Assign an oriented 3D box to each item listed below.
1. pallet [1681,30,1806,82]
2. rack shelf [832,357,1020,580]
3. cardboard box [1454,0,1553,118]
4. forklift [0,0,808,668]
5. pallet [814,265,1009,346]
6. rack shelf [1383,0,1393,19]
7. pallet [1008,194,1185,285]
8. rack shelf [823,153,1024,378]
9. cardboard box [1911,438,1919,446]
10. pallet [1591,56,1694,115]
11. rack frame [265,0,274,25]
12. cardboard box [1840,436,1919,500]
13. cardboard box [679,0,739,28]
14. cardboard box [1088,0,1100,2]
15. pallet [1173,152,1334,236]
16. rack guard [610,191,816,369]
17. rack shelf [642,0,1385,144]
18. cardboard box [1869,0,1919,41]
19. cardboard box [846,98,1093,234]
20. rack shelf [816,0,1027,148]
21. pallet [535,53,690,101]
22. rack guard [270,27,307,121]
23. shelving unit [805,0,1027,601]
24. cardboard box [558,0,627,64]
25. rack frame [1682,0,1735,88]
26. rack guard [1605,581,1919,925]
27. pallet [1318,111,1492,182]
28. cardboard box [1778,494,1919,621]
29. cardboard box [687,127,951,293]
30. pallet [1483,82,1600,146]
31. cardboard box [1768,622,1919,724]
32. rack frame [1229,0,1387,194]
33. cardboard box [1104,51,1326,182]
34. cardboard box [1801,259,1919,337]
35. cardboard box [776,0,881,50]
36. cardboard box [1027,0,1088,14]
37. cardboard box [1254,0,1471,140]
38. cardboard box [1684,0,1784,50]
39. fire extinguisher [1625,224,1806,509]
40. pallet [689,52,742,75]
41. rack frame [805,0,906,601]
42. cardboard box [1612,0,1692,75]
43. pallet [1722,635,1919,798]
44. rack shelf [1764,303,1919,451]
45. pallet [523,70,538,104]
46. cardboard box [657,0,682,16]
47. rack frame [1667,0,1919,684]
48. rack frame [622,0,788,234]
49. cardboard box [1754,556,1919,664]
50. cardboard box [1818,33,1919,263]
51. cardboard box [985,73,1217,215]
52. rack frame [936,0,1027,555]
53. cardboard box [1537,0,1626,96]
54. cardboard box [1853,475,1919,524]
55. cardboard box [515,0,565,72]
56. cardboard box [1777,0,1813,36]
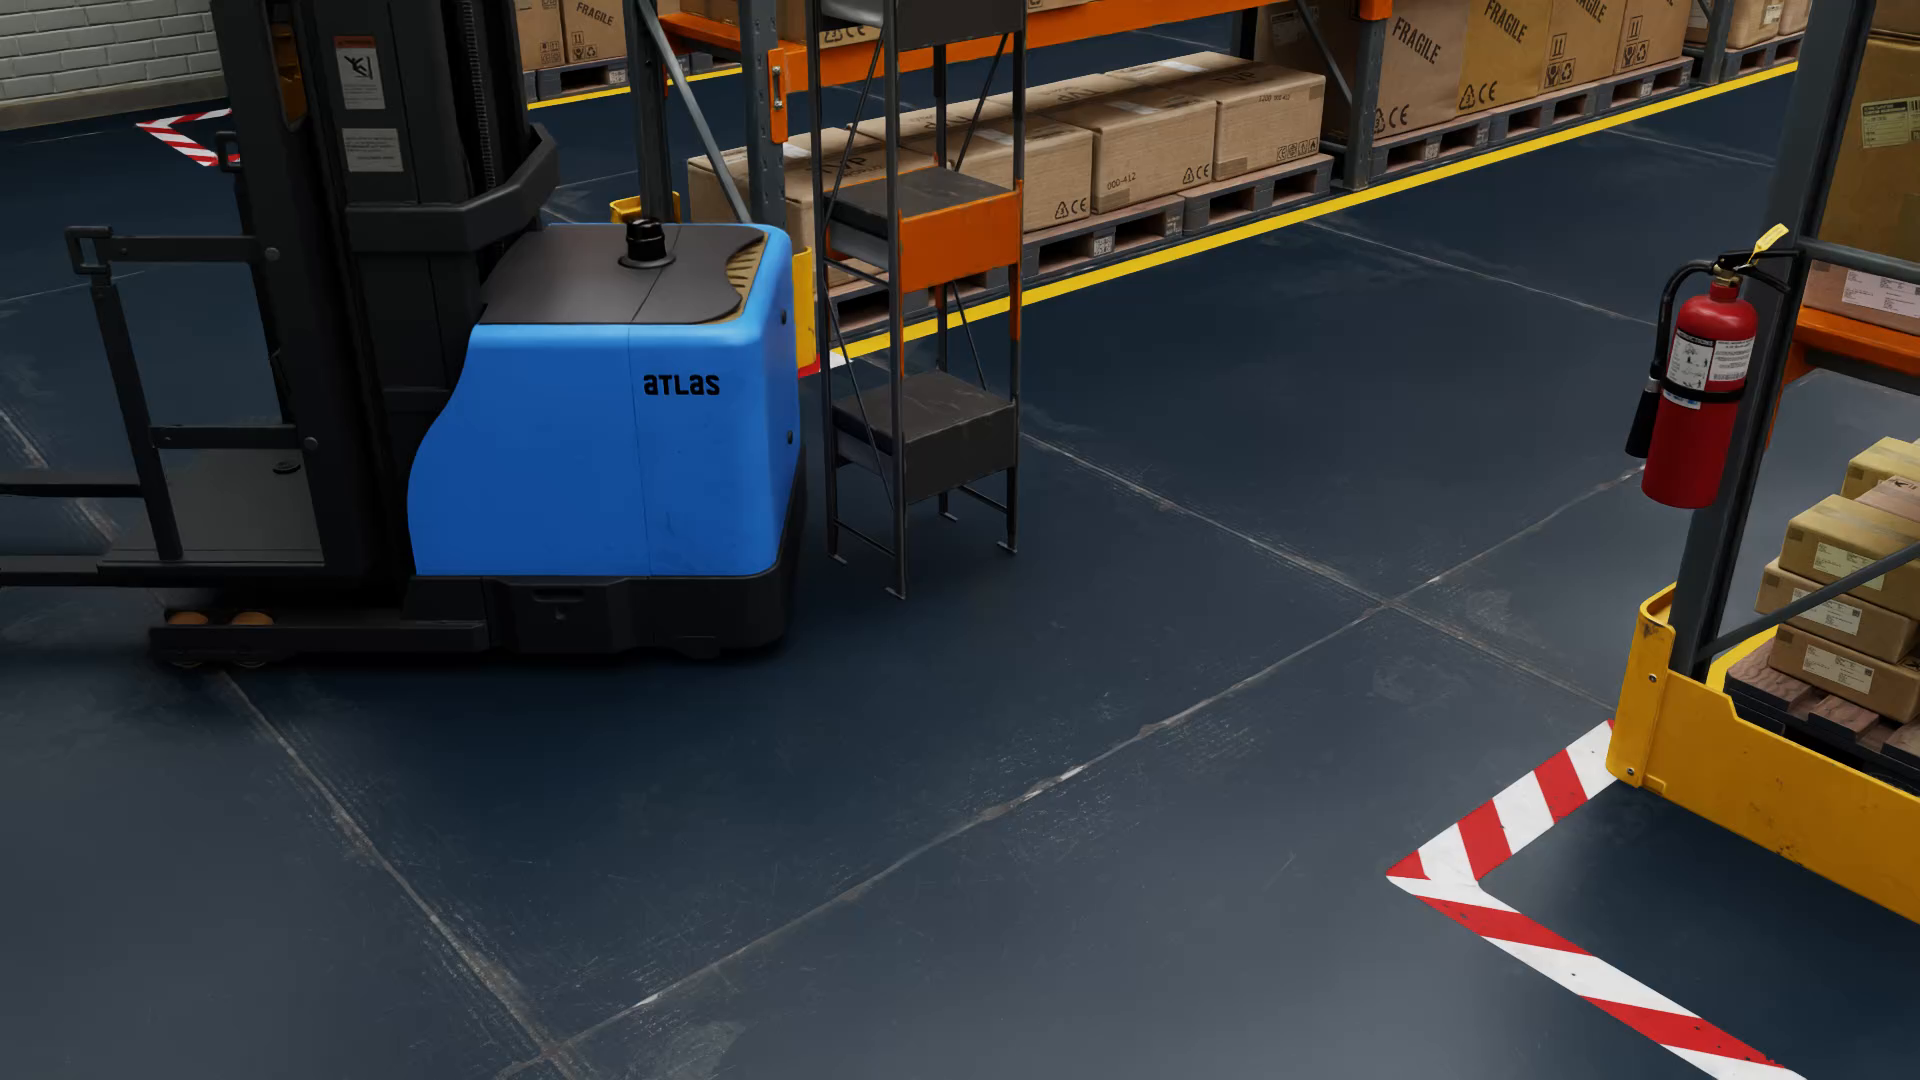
[{"bbox_3d":[5.595,-3.717,12.481,1.213,0.211,1.003,-22,35,-35],"label":"pallet"},{"bbox_3d":[-0.126,-0.246,5.497,0.480,0.518,0.431,-22,35,-35],"label":"rack shelf"},{"bbox_3d":[3.058,-3.230,10.420,0.875,0.875,0.875,-21,34,-34],"label":"cardboard box"},{"bbox_3d":[-2.050,-1.156,4.804,3.031,2.935,1.130,0,28,0],"label":"forklift"},{"bbox_3d":[-0.529,-1.303,7.965,1.213,0.211,1.003,-22,35,-35],"label":"pallet"},{"bbox_3d":[3.478,-3.779,10.402,4.000,0.370,1.077,-22,35,-35],"label":"rack shelf"},{"bbox_3d":[0.398,-1.675,8.660,1.213,0.211,1.003,-22,35,-35],"label":"pallet"},{"bbox_3d":[-0.126,-0.863,5.167,0.480,0.518,0.431,-22,35,-35],"label":"rack shelf"},{"bbox_3d":[3.022,-0.197,4.885,0.250,0.149,0.380,-24,36,-37],"label":"cardboard box"},{"bbox_3d":[4.351,-3.264,11.634,1.213,0.211,1.003,-22,35,-35],"label":"pallet"},{"bbox_3d":[-4.311,-4.039,10.126,0.127,3.000,1.000,-22,35,-35],"label":"rack frame"},{"bbox_3d":[2.784,-0.141,4.779,0.250,0.149,0.380,-23,36,-36],"label":"cardboard box"},{"bbox_3d":[-0.892,-2.547,7.228,0.500,0.500,0.500,-22,35,-35],"label":"cardboard box"},{"bbox_3d":[0.600,-2.822,7.741,0.500,0.500,0.500,-21,34,-33],"label":"cardboard box"},{"bbox_3d":[1.327,-2.050,9.362,1.213,0.211,1.003,-22,35,-35],"label":"pallet"},{"bbox_3d":[-1.105,-1.151,7.373,0.348,0.500,1.175,-22,35,-35],"label":"rack guard"},{"bbox_3d":[0.435,-2.555,8.112,4.000,0.370,1.077,-22,35,-35],"label":"rack shelf"},{"bbox_3d":[2.390,-1.362,3.634,0.500,0.500,0.500,-23,36,-36],"label":"cardboard box"},{"bbox_3d":[0.041,-1.837,8.277,0.875,0.438,0.875,-21,34,-34],"label":"cardboard box"},{"bbox_3d":[-0.126,-1.481,4.837,0.480,0.518,0.431,-22,35,-35],"label":"rack shelf"},{"bbox_3d":[-2.720,-3.448,11.978,1.213,0.211,1.003,-22,35,-35],"label":"pallet"},{"bbox_3d":[-4.253,-2.960,10.758,0.348,0.500,1.175,-22,35,-35],"label":"rack guard"},{"bbox_3d":[-0.126,-0.875,5.160,0.503,2.100,0.431,-22,35,-35],"label":"shelving unit"},{"bbox_3d":[-2.642,-3.649,11.601,0.500,0.500,0.500,-21,35,-34],"label":"cardboard box"},{"bbox_3d":[4.999,-4.708,11.377,0.127,3.000,1.000,-22,35,-35],"label":"rack frame"},{"bbox_3d":[2.261,0.563,4.167,0.348,0.500,1.175,-22,35,-35],"label":"rack guard"},{"bbox_3d":[2.494,-2.517,10.237,1.213,0.211,1.003,-22,35,-35],"label":"pallet"},{"bbox_3d":[2.441,0.040,4.440,0.250,0.149,0.380,-21,35,-34],"label":"cardboard box"},{"bbox_3d":[-0.649,-1.554,7.747,0.875,0.438,0.875,-23,36,-37],"label":"cardboard box"},{"bbox_3d":[3.423,-2.893,10.939,1.213,0.211,1.003,-22,35,-35],"label":"pallet"},{"bbox_3d":[2.468,0.320,4.548,0.250,0.149,0.380,-21,35,-34],"label":"cardboard box"},{"bbox_3d":[1.956,-3.484,9.087,0.127,3.000,1.000,-22,35,-35],"label":"rack frame"},{"bbox_3d":[1.409,-2.386,9.305,0.875,0.438,0.875,-22,35,-36],"label":"cardboard box"},{"bbox_3d":[2.268,-0.607,3.970,0.250,0.149,0.380,-22,35,-35],"label":"cardboard box"},{"bbox_3d":[-0.535,-2.349,6.856,0.500,0.500,0.500,-22,35,-35],"label":"cardboard box"},{"bbox_3d":[0.230,-2.662,7.444,0.500,0.500,0.500,-22,35,-35],"label":"cardboard box"},{"bbox_3d":[2.376,-2.951,9.898,0.875,0.875,0.875,-21,34,-33],"label":"cardboard box"},{"bbox_3d":[5.436,-3.903,12.214,0.625,0.372,0.950,-25,37,-38],"label":"cardboard box"},{"bbox_3d":[1.712,-0.406,3.806,0.183,0.674,0.296,-22,35,-35],"label":"fire extinguisher"},{"bbox_3d":[-1.791,-3.823,12.680,1.213,0.211,1.003,-22,35,-35],"label":"pallet"},{"bbox_3d":[-0.312,-0.801,5.021,0.015,2.100,0.400,-22,35,-35],"label":"rack frame"},{"bbox_3d":[4.420,-3.775,11.439,0.875,0.875,0.875,-22,35,-35],"label":"cardboard box"},{"bbox_3d":[2.902,0.454,4.676,1.213,0.211,1.003,-22,35,-35],"label":"pallet"},{"bbox_3d":[3.725,-0.811,4.849,4.000,0.370,1.077,-22,35,-35],"label":"rack shelf"},{"bbox_3d":[-3.647,-3.077,11.284,1.213,0.211,1.003,-22,35,-35],"label":"pallet"},{"bbox_3d":[-2.319,-3.840,11.960,0.500,0.500,0.700,-23,36,-37],"label":"cardboard box"},{"bbox_3d":[2.203,-0.517,3.534,0.127,3.000,1.000,-22,35,-35],"label":"rack frame"},{"bbox_3d":[-1.087,-2.261,6.798,0.127,3.000,1.000,-22,35,-35],"label":"rack frame"},{"bbox_3d":[2.419,0.161,4.531,0.250,0.149,0.380,-23,36,-36],"label":"cardboard box"},{"bbox_3d":[2.378,-0.922,3.870,0.500,0.500,0.500,-21,35,-34],"label":"cardboard box"},{"bbox_3d":[0.728,-2.112,8.792,0.875,0.438,0.875,-23,36,-36],"label":"cardboard box"},{"bbox_3d":[0.060,-0.950,5.300,0.015,2.100,0.400,-22,35,-35],"label":"rack frame"},{"bbox_3d":[3.739,-3.503,10.931,0.875,0.875,0.875,-21,35,-34],"label":"cardboard box"},{"bbox_3d":[2.670,-0.016,4.545,0.250,0.149,0.380,-21,35,-34],"label":"cardboard box"},{"bbox_3d":[-3.109,-3.523,11.366,0.500,0.500,0.700,-20,34,-33],"label":"cardboard box"},{"bbox_3d":[5.992,-4.132,12.642,0.625,0.372,0.950,-23,36,-36],"label":"cardboard box"}]
